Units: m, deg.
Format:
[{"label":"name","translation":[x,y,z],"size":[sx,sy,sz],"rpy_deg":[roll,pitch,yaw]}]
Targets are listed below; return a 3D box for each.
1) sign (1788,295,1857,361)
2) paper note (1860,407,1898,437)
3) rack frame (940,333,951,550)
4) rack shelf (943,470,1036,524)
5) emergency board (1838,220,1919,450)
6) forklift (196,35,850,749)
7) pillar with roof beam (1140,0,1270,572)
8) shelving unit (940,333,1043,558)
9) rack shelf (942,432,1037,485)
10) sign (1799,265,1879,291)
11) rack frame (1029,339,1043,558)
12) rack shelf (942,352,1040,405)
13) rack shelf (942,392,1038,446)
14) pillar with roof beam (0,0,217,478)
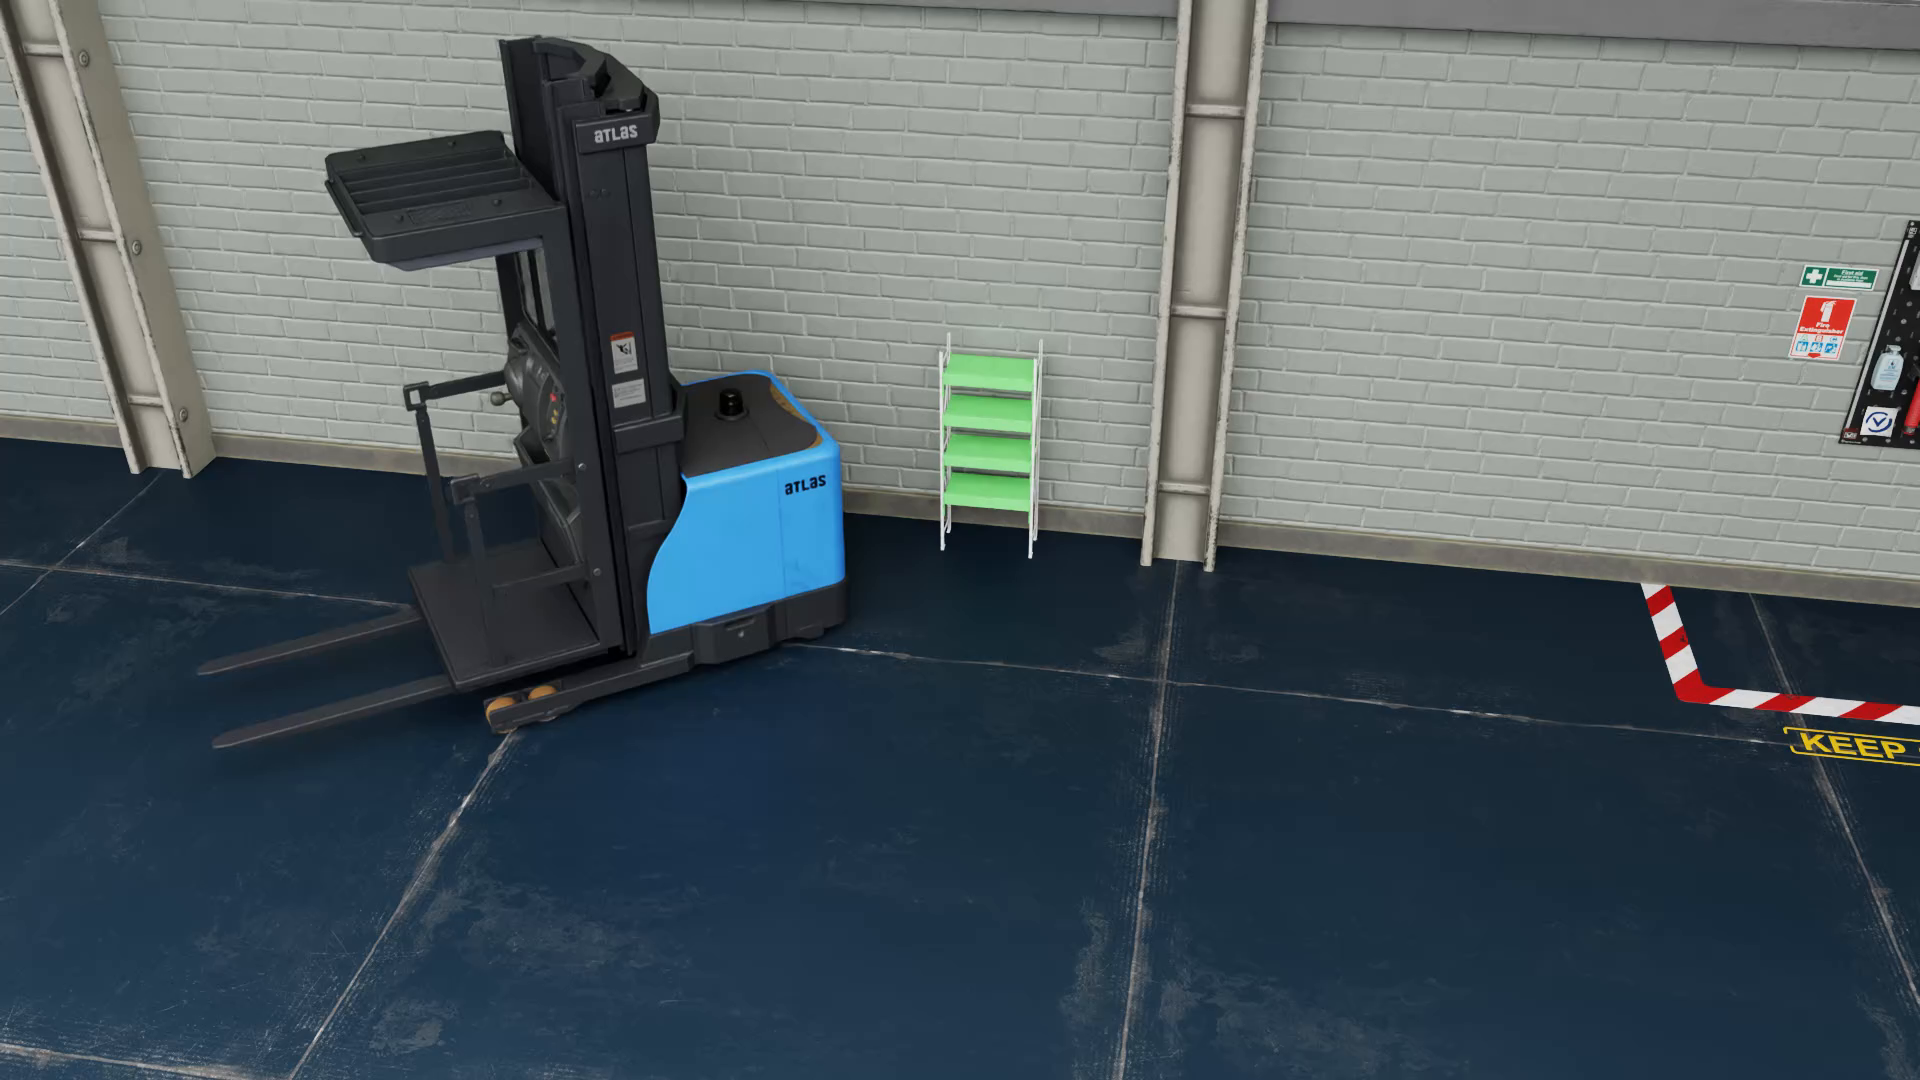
[{"label":"sign","translation":[4.159,-1.022,8.021],"size":[0.234,0.329,0.001],"rpy_deg":[5,32,8]},{"label":"paper note","translation":[4.523,-0.582,8.182],"size":[0.142,0.148,0.016],"rpy_deg":[5,32,8]},{"label":"rack frame","translation":[-0.077,-0.516,8.943],"size":[0.015,1.200,0.240],"rpy_deg":[5,32,8]},{"label":"rack shelf","translation":[0.163,-0.236,9.069],"size":[0.480,0.148,0.258],"rpy_deg":[5,32,8]},{"label":"emergency board","translation":[4.681,-0.913,7.882],"size":[0.626,1.169,0.157],"rpy_deg":[5,32,8]},{"label":"forklift","translation":[-2.112,-0.657,7.537],"size":[3.031,2.935,1.130],"rpy_deg":[-15,35,-23]},{"label":"pillar with roof beam","translation":[0.477,-1.490,3.148],"size":[0.400,9.000,9.100],"rpy_deg":[5,32,8]},{"label":"shelving unit","translation":[0.163,-0.494,8.908],"size":[0.503,1.200,0.258],"rpy_deg":[5,32,8]},{"label":"rack shelf","translation":[0.163,-0.440,8.942],"size":[0.480,0.148,0.258],"rpy_deg":[5,32,8]},{"label":"sign","translation":[4.162,-1.241,7.873],"size":[0.331,0.109,0.001],"rpy_deg":[5,32,8]},{"label":"rack frame","translation":[0.404,-0.472,8.873],"size":[0.015,1.200,0.240],"rpy_deg":[5,32,8]},{"label":"rack shelf","translation":[0.163,-0.847,8.687],"size":[0.480,0.148,0.258],"rpy_deg":[5,32,8]},{"label":"rack shelf","translation":[0.163,-0.643,8.815],"size":[0.480,0.148,0.258],"rpy_deg":[5,32,8]},{"label":"pillar with roof beam","translation":[-5.437,-2.025,4.004],"size":[0.400,9.000,9.100],"rpy_deg":[5,32,8]}]
